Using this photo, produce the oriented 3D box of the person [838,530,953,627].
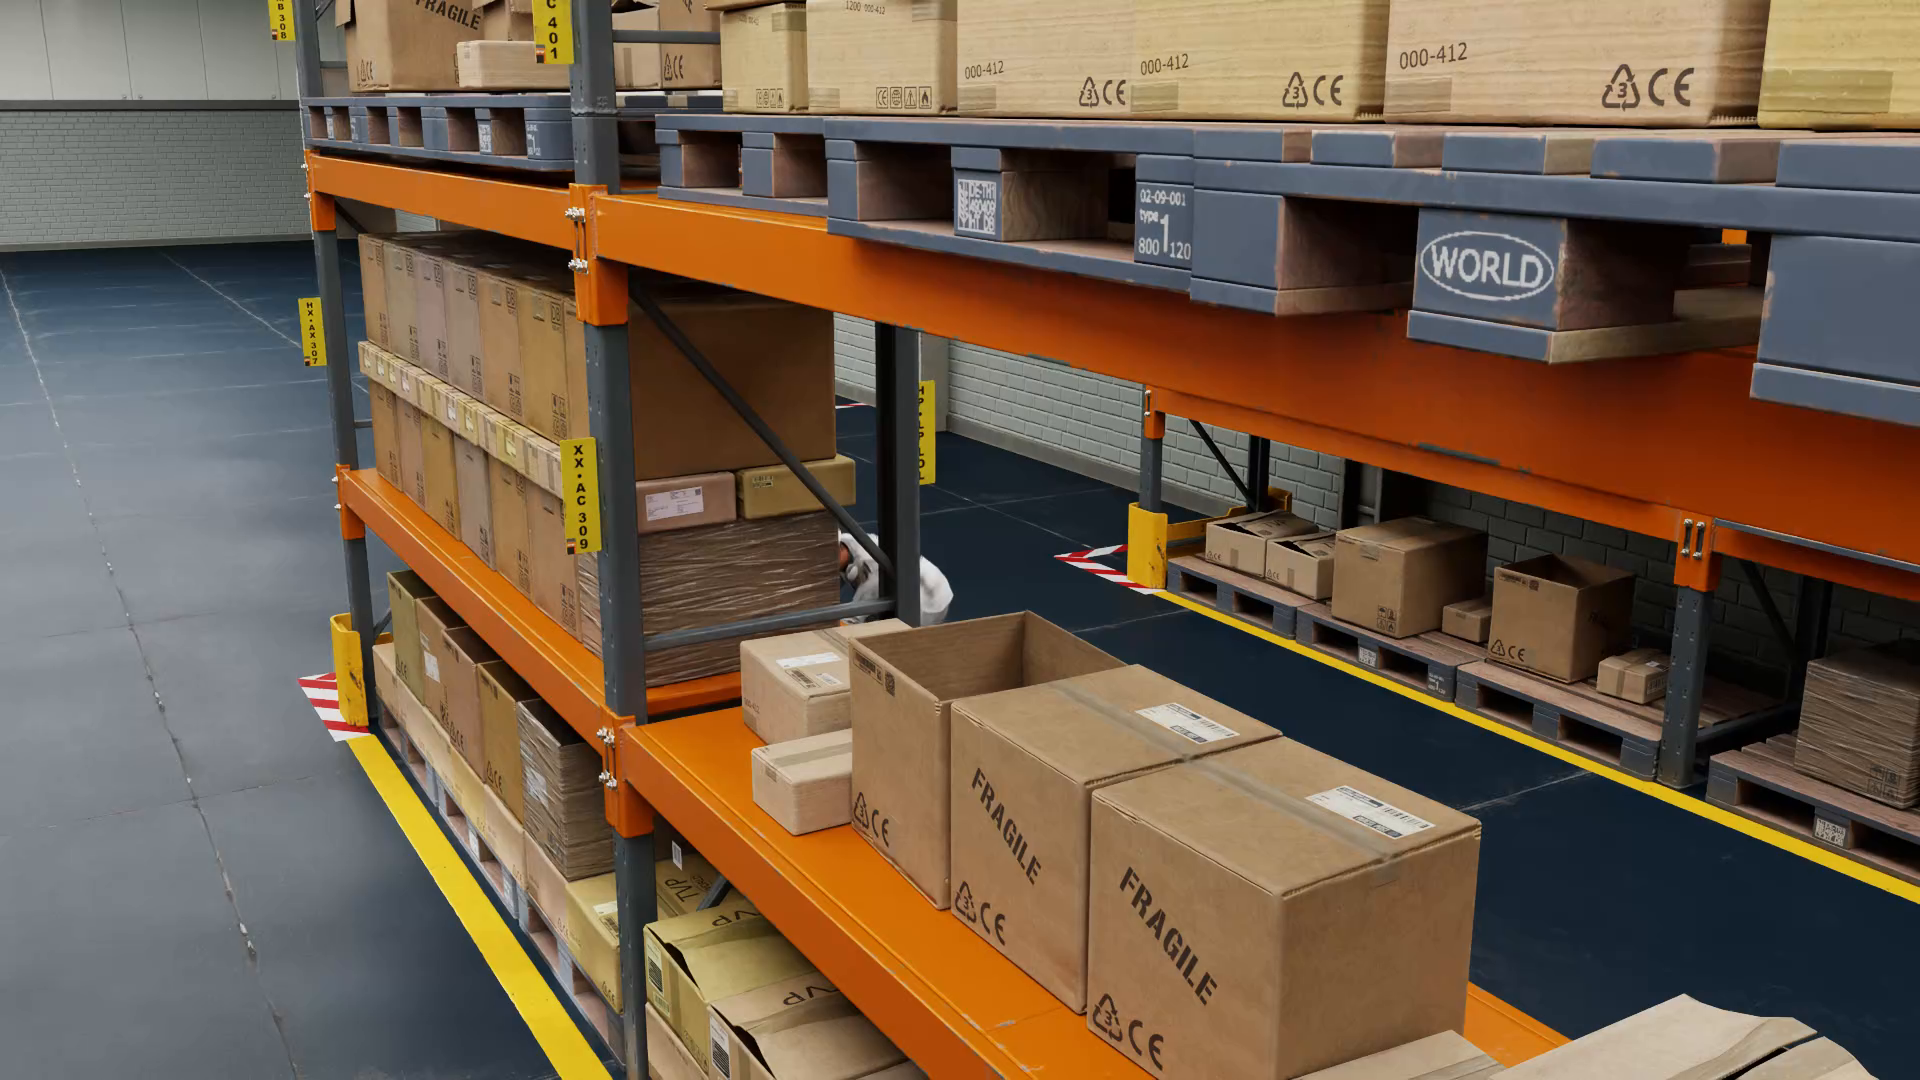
[{"bbox_3d":[-0.467,0.339,8.707,0.890,1.006,0.514,-9,17,-31],"label":"person"}]
